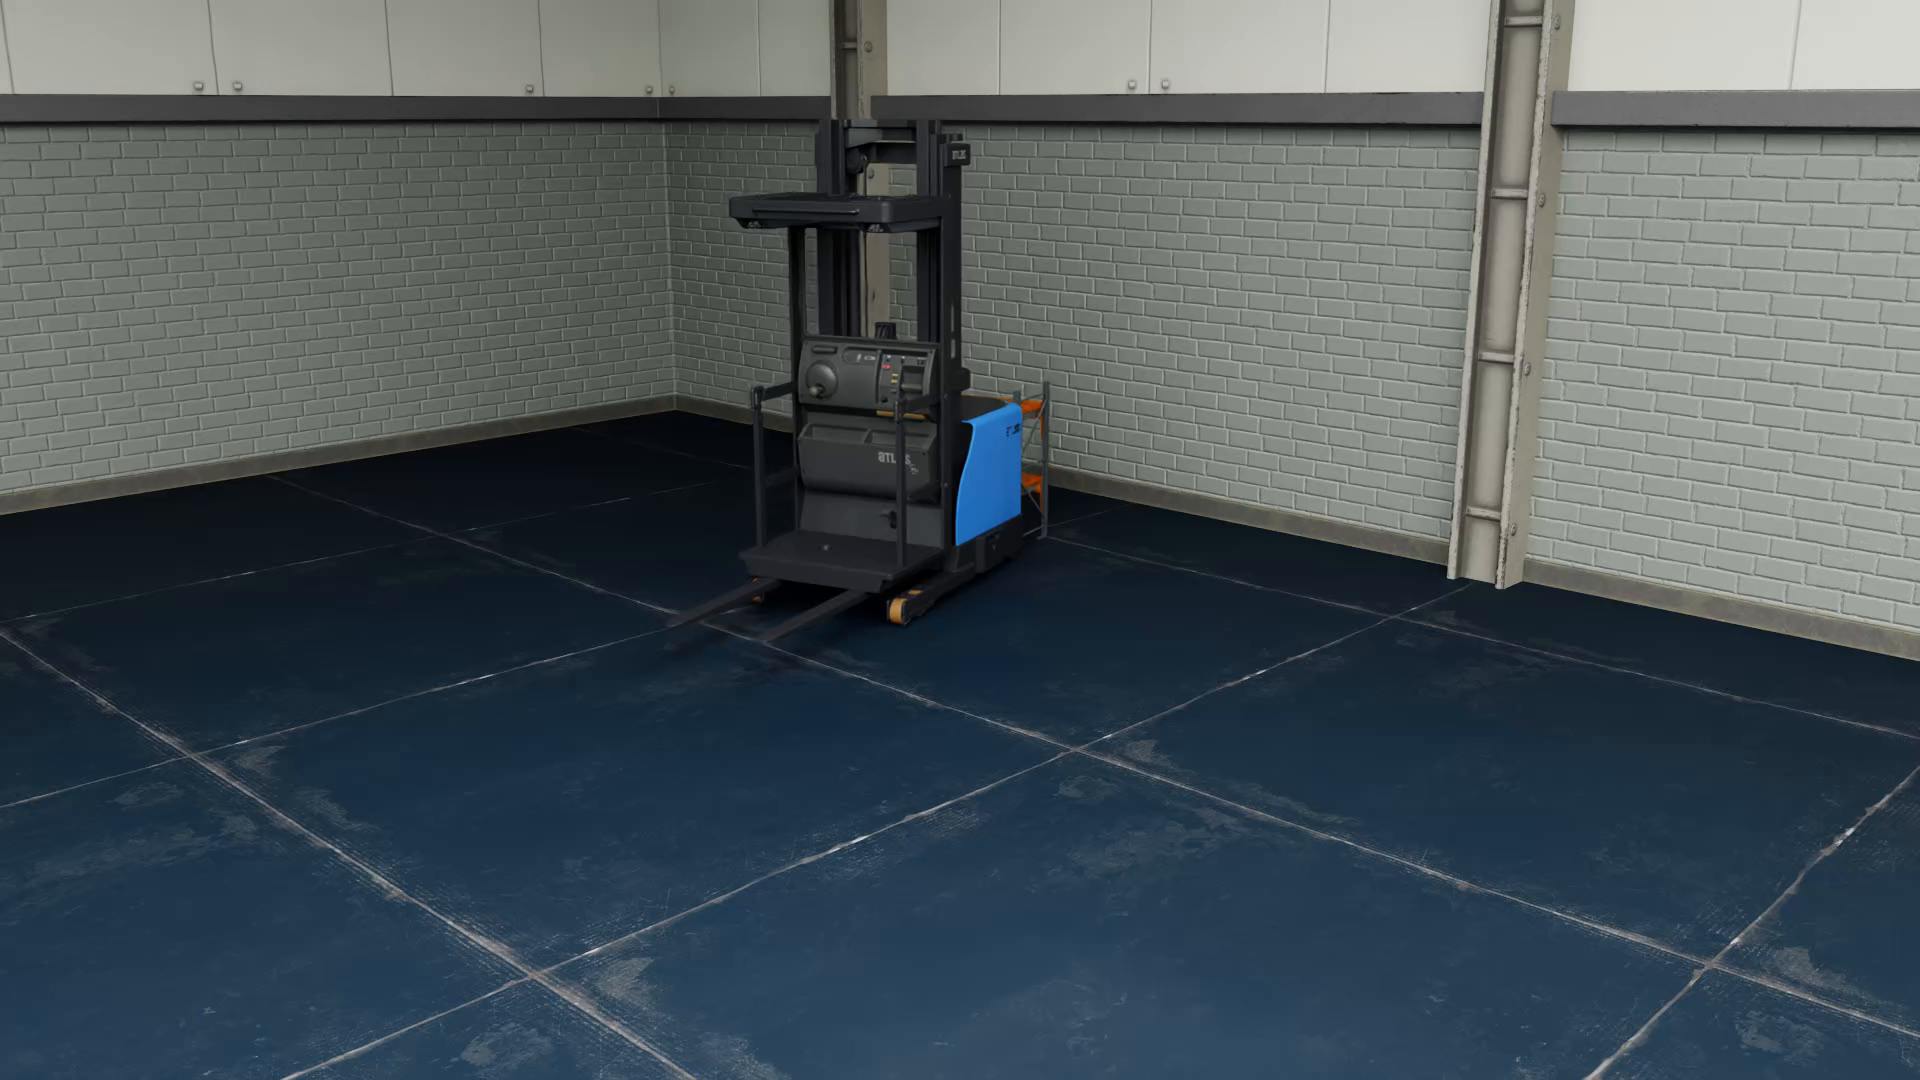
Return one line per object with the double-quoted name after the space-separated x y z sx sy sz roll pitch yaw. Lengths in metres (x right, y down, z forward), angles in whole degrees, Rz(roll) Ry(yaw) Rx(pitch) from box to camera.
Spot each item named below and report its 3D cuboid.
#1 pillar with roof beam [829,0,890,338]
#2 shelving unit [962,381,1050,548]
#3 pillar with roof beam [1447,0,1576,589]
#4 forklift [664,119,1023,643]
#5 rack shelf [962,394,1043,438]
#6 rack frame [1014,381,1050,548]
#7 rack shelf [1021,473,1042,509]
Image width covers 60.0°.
-3.848 -4.368 10.848 0.400 9.000 9.100 14 20 42 "pillar with roof beam"
0.056 -0.588 11.959 1.048 1.125 0.538 8 17 28 "shelving unit"
0.471 -3.318 6.818 0.400 9.000 9.100 14 20 42 "pillar with roof beam"
-0.673 -1.035 10.089 1.130 2.935 3.031 7 16 26 "forklift"
0.056 -0.872 11.885 1.000 0.278 0.538 8 17 28 "rack shelf"
0.501 -0.526 11.721 0.032 1.125 0.500 8 17 28 "rack frame"
0.056 -0.352 12.021 1.000 0.278 0.538 8 17 28 "rack shelf"
